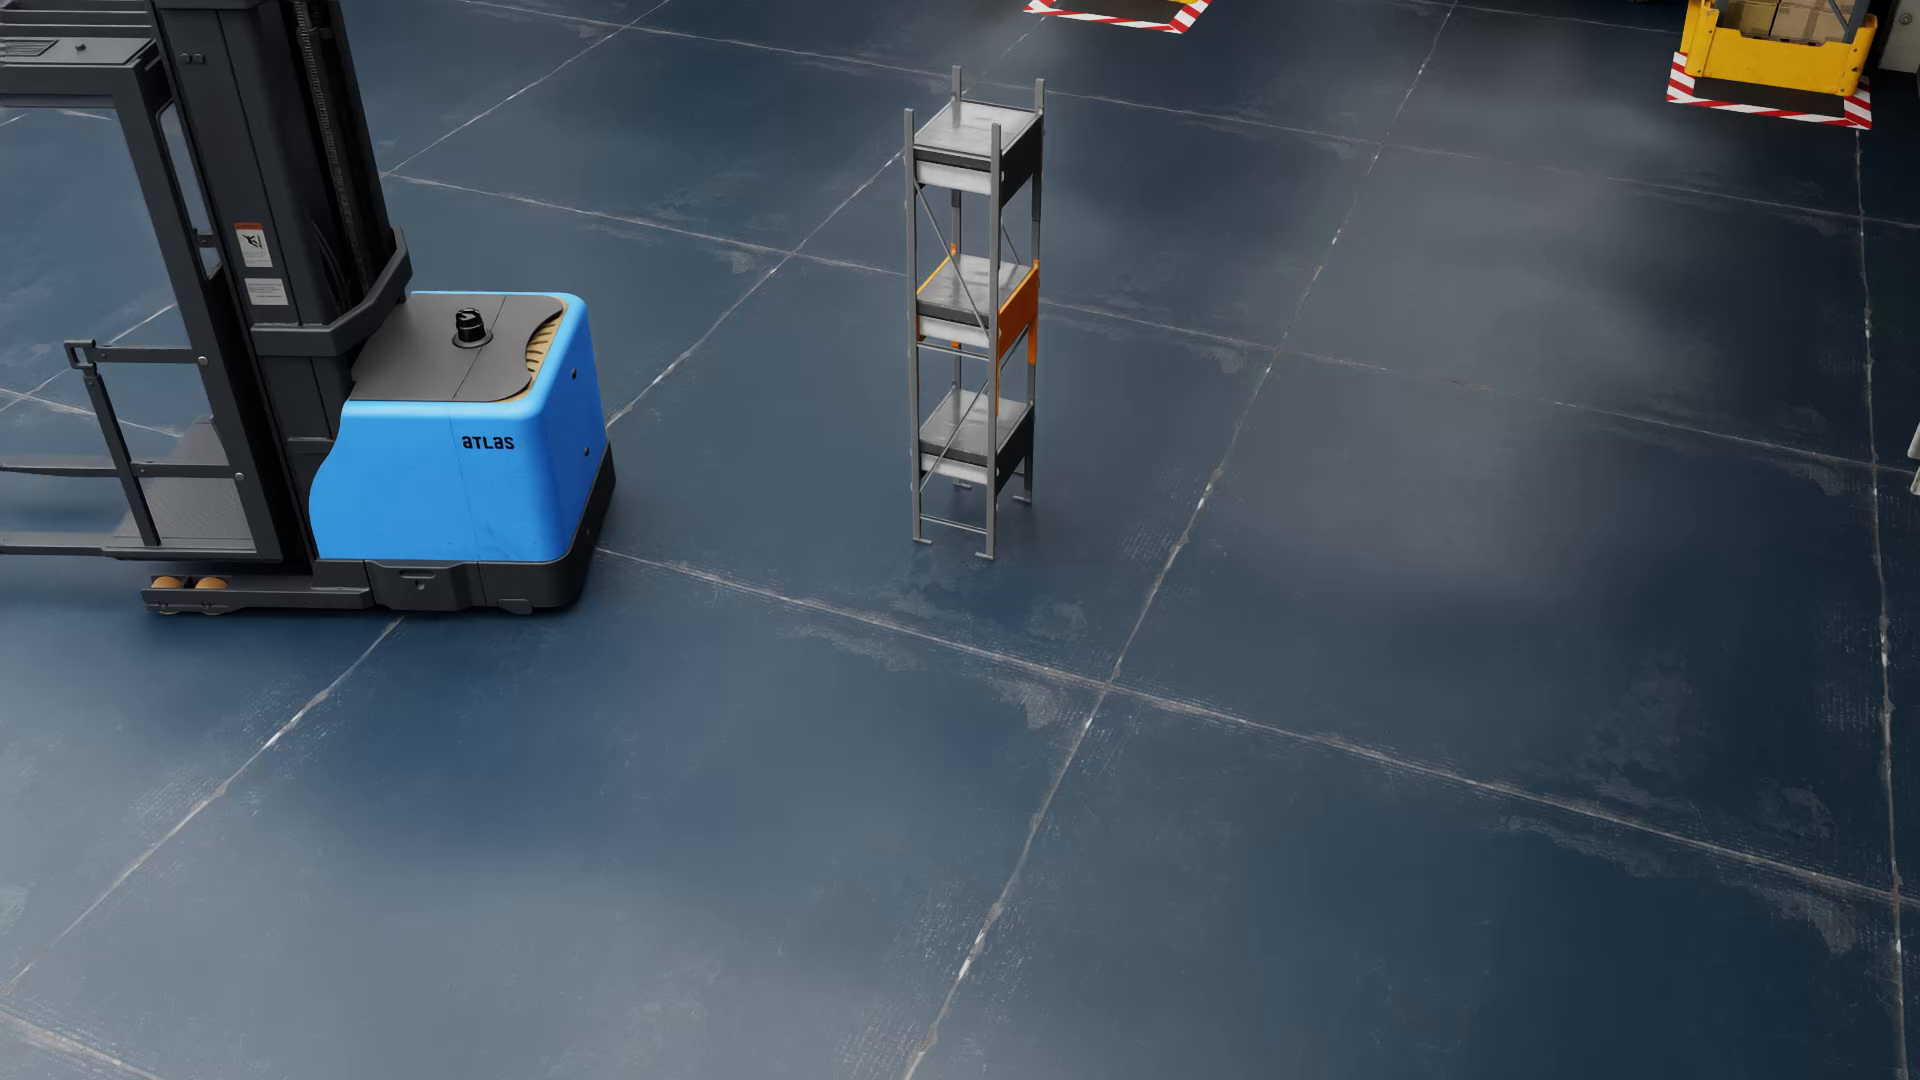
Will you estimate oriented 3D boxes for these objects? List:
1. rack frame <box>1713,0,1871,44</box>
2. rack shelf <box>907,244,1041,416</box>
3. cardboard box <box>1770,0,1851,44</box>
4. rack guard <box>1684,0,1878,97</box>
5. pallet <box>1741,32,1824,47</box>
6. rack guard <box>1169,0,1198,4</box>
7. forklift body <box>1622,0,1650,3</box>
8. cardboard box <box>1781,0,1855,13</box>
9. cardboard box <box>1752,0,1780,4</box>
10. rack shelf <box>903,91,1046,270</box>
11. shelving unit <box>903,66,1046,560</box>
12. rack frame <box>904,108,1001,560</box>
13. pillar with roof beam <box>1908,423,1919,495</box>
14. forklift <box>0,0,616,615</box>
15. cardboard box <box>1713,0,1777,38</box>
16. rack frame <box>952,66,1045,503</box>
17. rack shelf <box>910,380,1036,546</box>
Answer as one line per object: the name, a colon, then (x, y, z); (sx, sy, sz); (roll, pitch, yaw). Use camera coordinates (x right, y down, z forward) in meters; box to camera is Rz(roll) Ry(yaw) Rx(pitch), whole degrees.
rack frame: (6.009, -4.644, 11.458); (1.000, 3.000, 0.127); (14, 39, 18)
rack shelf: (0.063, -0.922, 7.252); (0.431, 0.518, 0.480); (14, 39, 18)
cardboard box: (6.376, -3.939, 12.460); (0.500, 0.250, 0.500); (14, 39, 18)
rack guard: (6.000, -3.630, 12.189); (1.175, 0.500, 0.348); (14, 39, 18)
pallet: (6.261, -3.960, 12.872); (1.003, 0.211, 1.213); (14, 39, 18)
rack guard: (1.446, -4.814, 13.773); (1.175, 0.500, 0.348); (14, 39, 18)
forklift body: (5.043, -5.770, 13.673); (2.313, 2.155, 1.214); (14, 39, 18)
cardboard box: (6.380, -4.124, 12.291); (0.500, 0.250, 0.500); (15, 39, 19)
cardboard box: (5.905, -4.252, 12.462); (0.500, 0.250, 0.500); (13, 39, 17)
rack shelf: (0.063, -1.482, 6.833); (0.431, 0.518, 0.480); (14, 39, 18)
shelving unit: (0.063, -0.933, 7.244); (0.431, 2.100, 0.503); (14, 39, 18)
rack frame: (-0.030, -0.798, 7.063); (0.400, 2.100, 0.015); (14, 39, 18)
pillar with roof beam: (0.843, -4.886, 6.771); (9.100, 9.000, 0.400); (14, 39, 18)
forklift: (-3.180, -1.160, 6.854); (3.031, 2.935, 1.130); (1, 37, 1)
cardboard box: (5.895, -4.043, 12.600); (0.500, 0.250, 0.500); (14, 39, 18)
rack frame: (0.156, -1.068, 7.425); (0.400, 2.100, 0.015); (14, 39, 18)
rack shelf: (0.063, -0.361, 7.671); (0.431, 0.518, 0.480); (14, 39, 18)
